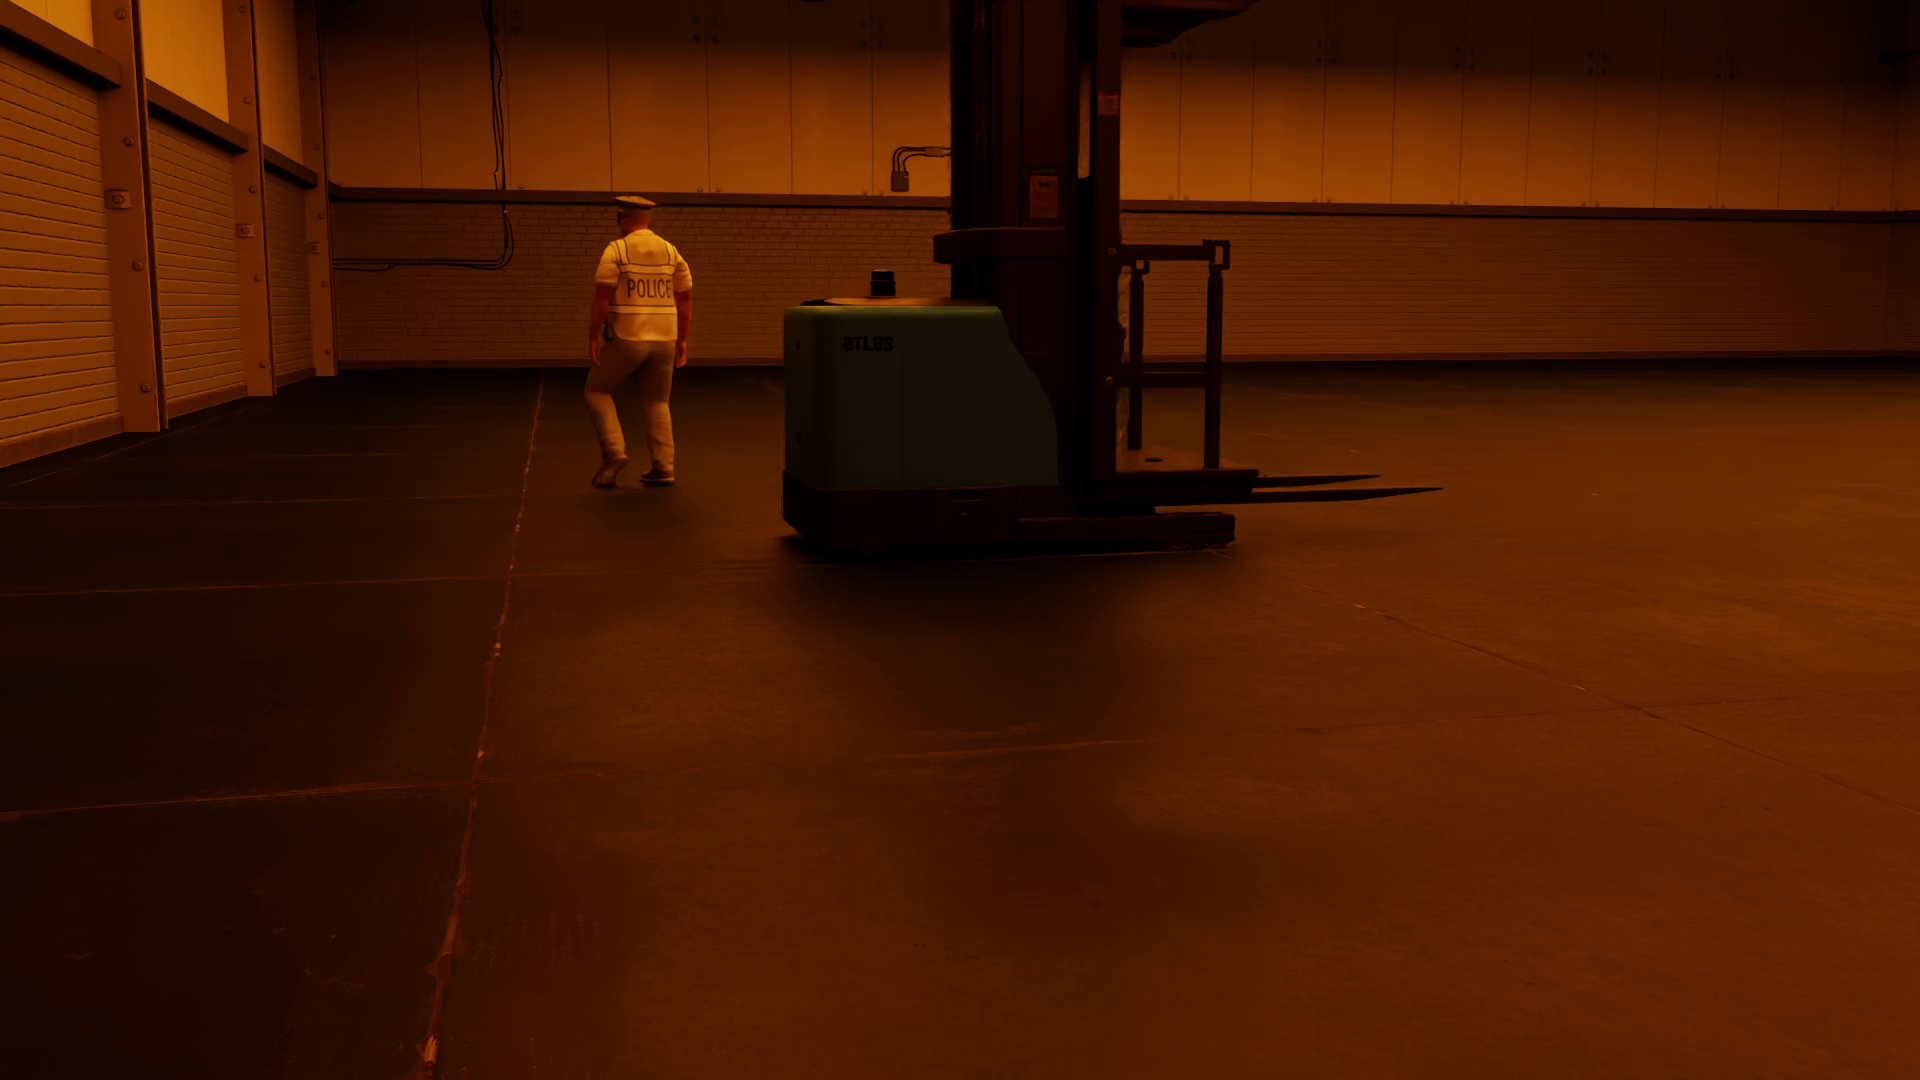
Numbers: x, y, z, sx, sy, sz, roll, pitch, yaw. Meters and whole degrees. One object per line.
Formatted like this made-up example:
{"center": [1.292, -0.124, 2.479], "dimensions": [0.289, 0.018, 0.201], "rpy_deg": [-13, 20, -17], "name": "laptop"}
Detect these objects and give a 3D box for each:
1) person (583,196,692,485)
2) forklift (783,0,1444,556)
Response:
{"center": [-1.976, -1.192, 10.107], "dimensions": [0.650, 1.767, 0.496], "rpy_deg": [-6, 10, -37], "name": "person"}
{"center": [0.740, -1.470, 7.637], "dimensions": [3.031, 2.935, 1.130], "rpy_deg": [-2, 8, -14], "name": "forklift"}
